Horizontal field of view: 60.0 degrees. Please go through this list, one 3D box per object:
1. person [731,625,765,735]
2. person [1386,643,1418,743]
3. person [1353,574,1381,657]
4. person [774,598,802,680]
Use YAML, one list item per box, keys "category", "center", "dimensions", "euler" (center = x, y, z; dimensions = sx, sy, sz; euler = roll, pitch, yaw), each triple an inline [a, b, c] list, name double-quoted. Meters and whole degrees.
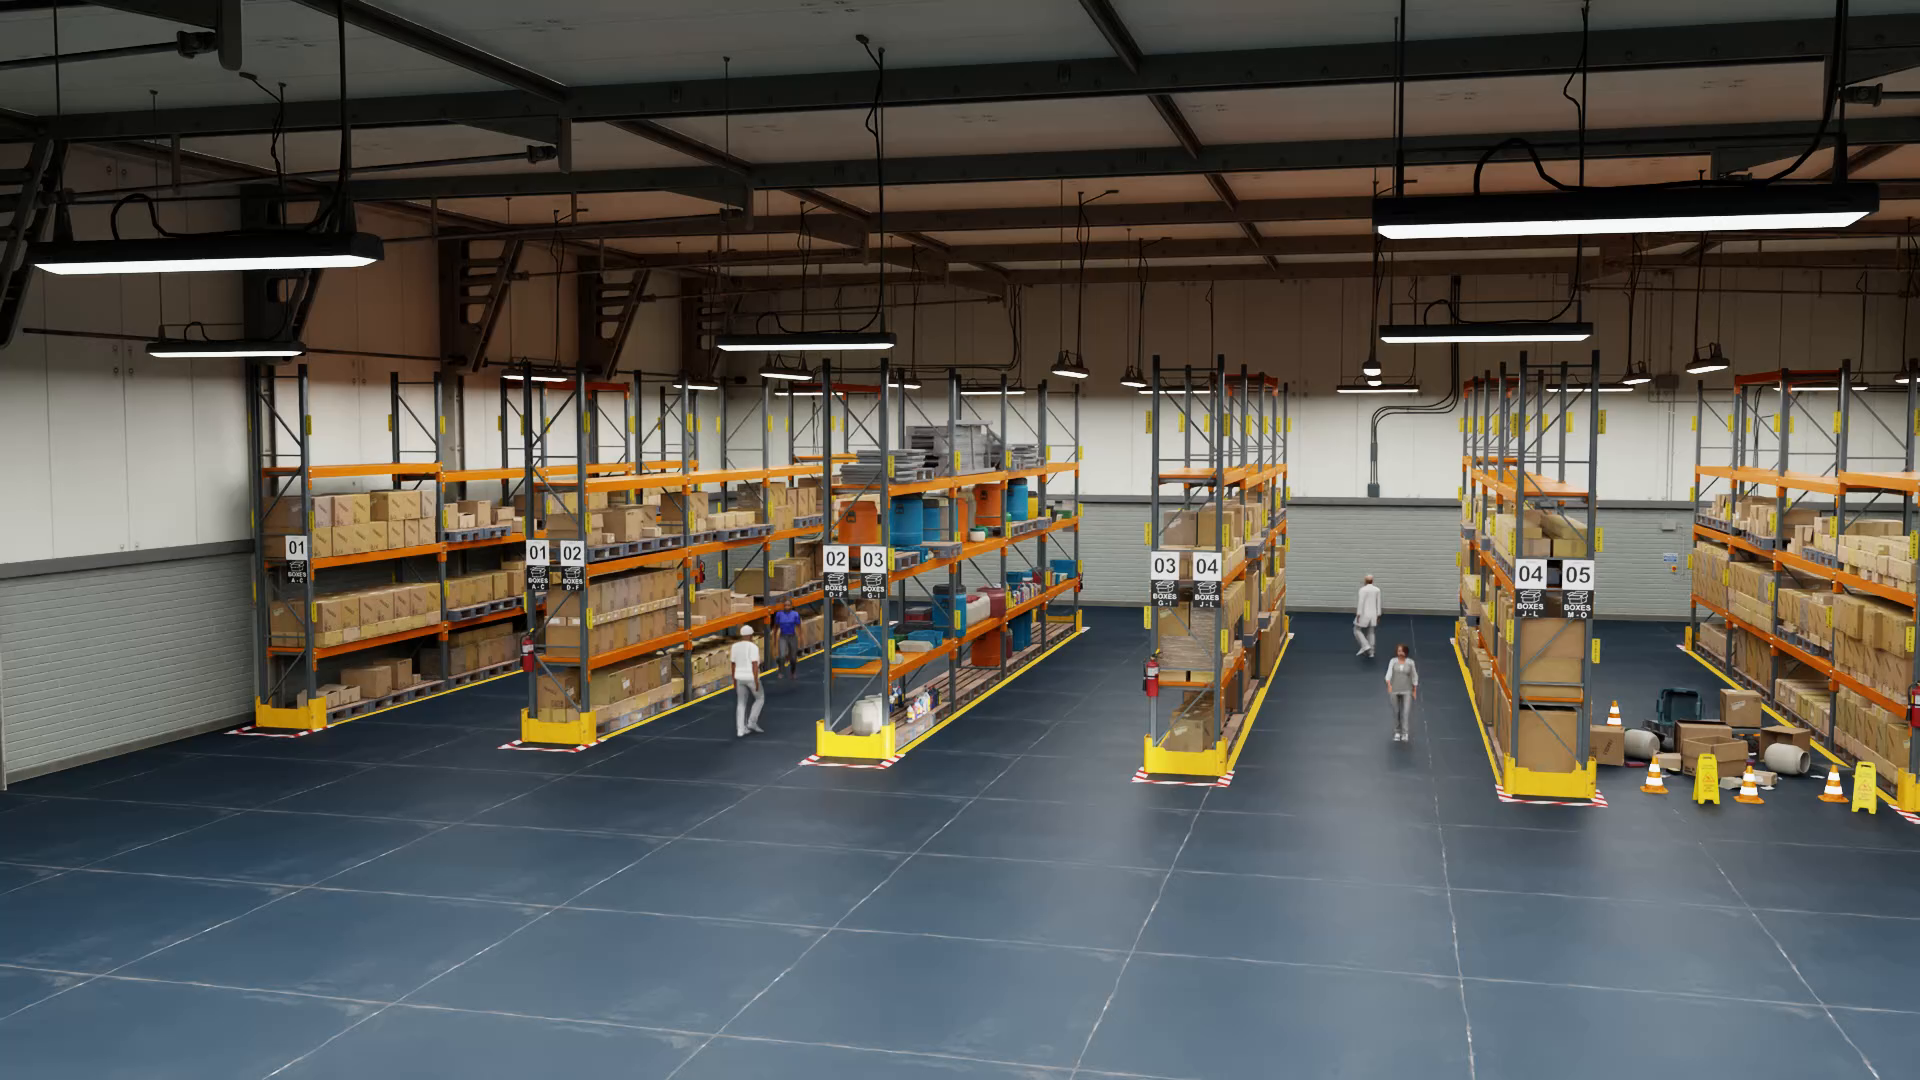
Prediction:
- category: "person"
  center: [-3.460, 2.255, 26.896]
  dimensions: [0.598, 1.745, 0.527]
  euler: [2, 4, 24]
- category: "person"
  center: [6.892, 2.419, 26.023]
  dimensions: [0.473, 1.565, 0.902]
  euler: [2, 4, 24]
- category: "person"
  center: [8.826, 1.635, 35.912]
  dimensions: [0.638, 1.779, 0.539]
  euler: [-2, 4, -23]
- category: "person"
  center: [-3.226, 1.860, 31.169]
  dimensions: [0.511, 1.574, 0.757]
  euler: [-1, 4, -13]
